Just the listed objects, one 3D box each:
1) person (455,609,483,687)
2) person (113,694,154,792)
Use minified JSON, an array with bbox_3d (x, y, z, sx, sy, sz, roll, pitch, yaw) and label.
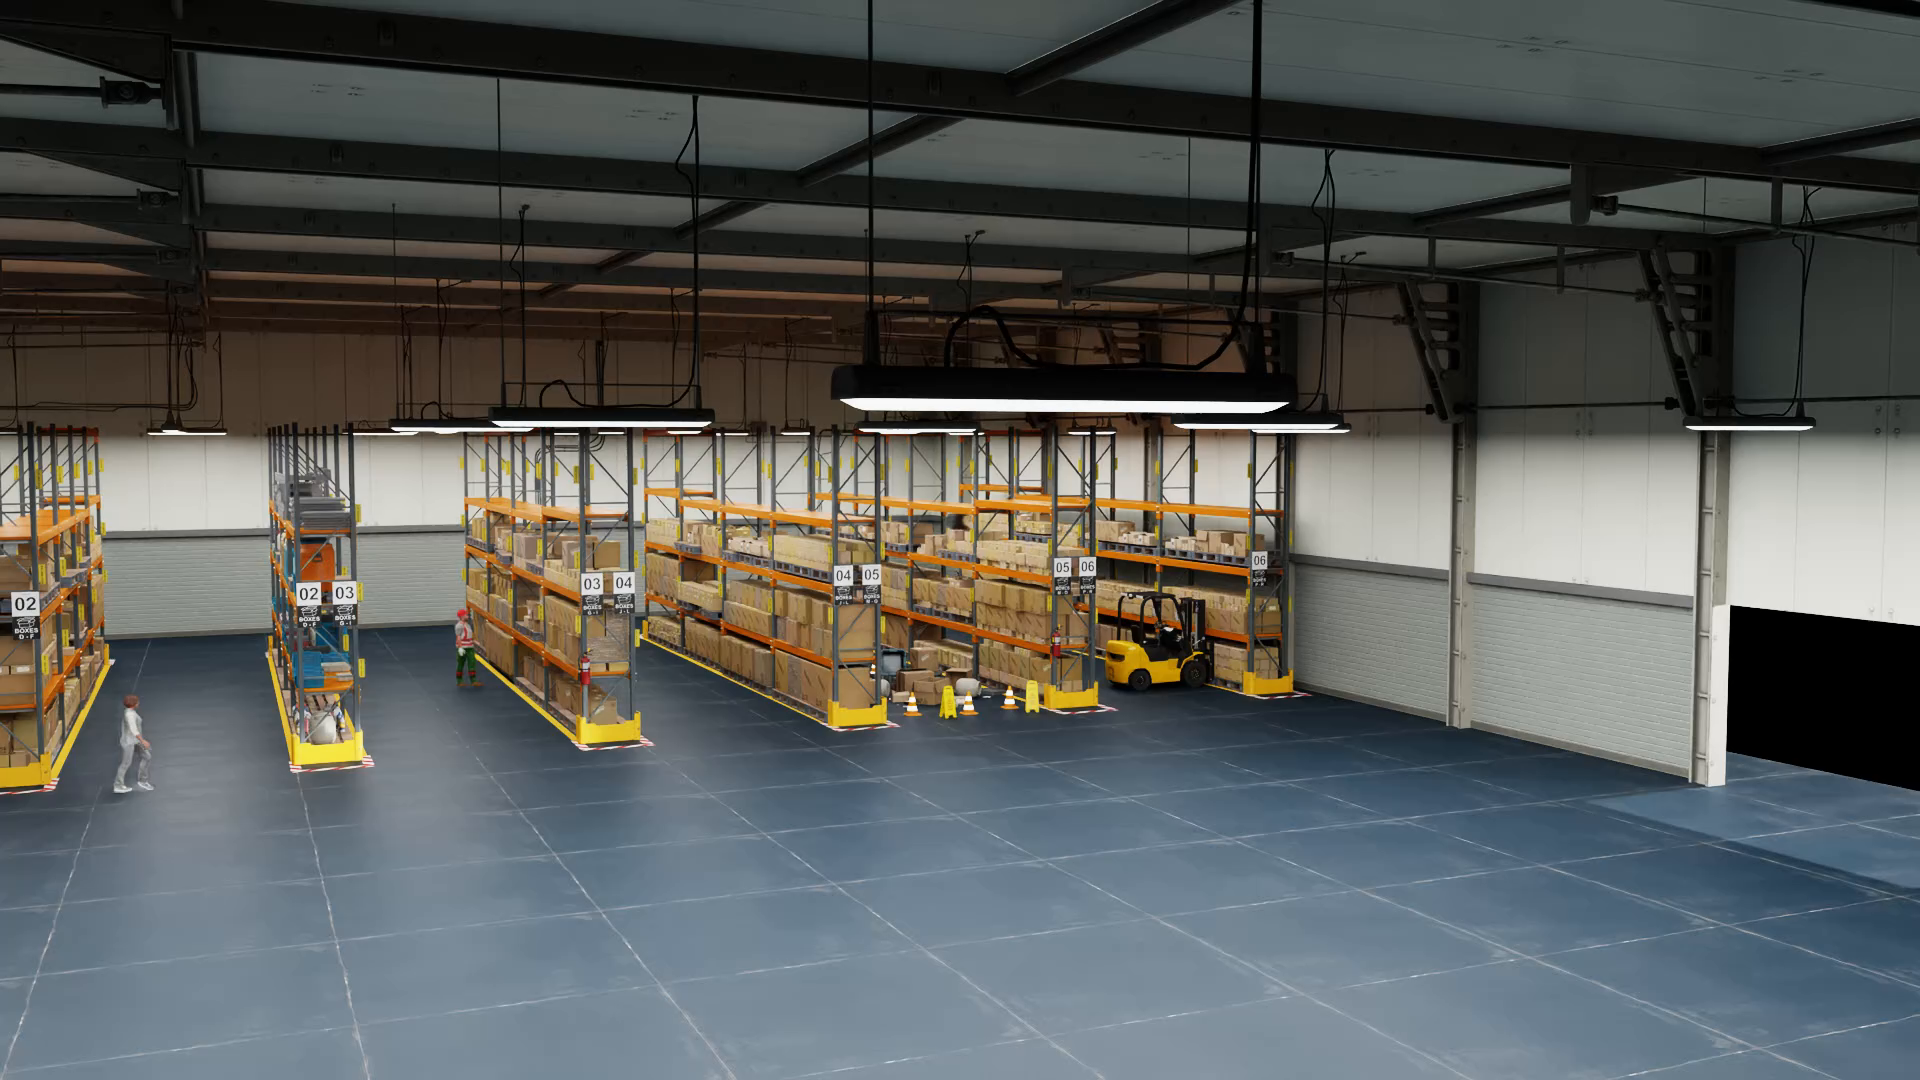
[{"bbox_3d":[-11.332,2.493,38.317,0.601,1.790,0.578,2,4,30],"label":"person"},{"bbox_3d":[-13.348,3.284,26.781,0.582,1.610,0.418,-1,4,-15],"label":"person"}]
